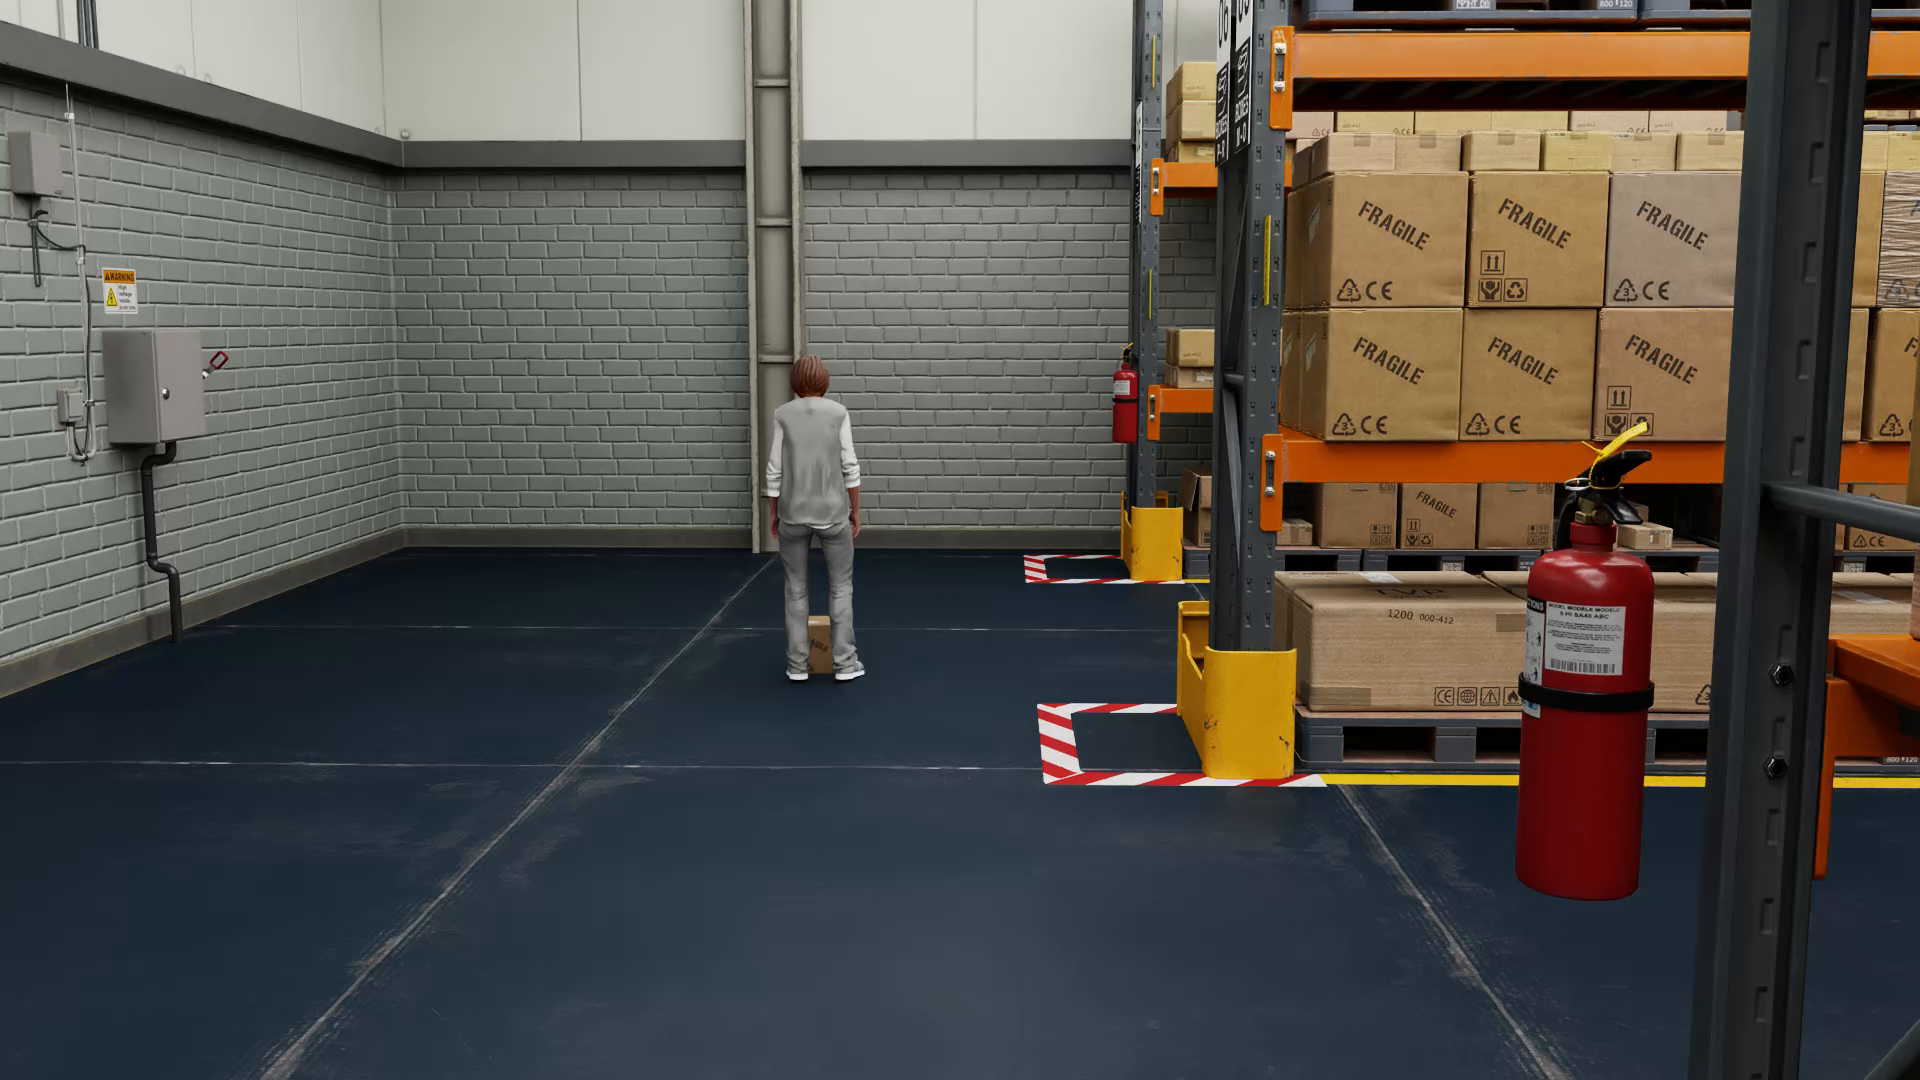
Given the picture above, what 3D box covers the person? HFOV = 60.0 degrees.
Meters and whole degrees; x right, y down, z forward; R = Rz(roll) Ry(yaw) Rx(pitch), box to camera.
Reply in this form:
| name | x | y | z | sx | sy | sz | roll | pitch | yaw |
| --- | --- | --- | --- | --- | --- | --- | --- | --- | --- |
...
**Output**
| name | x | y | z | sx | sy | sz | roll | pitch | yaw |
| --- | --- | --- | --- | --- | --- | --- | --- | --- | --- |
| person | -0.708 | -0.097 | 8.114 | 0.466 | 1.580 | 0.346 | 0 | 7 | -1 |
